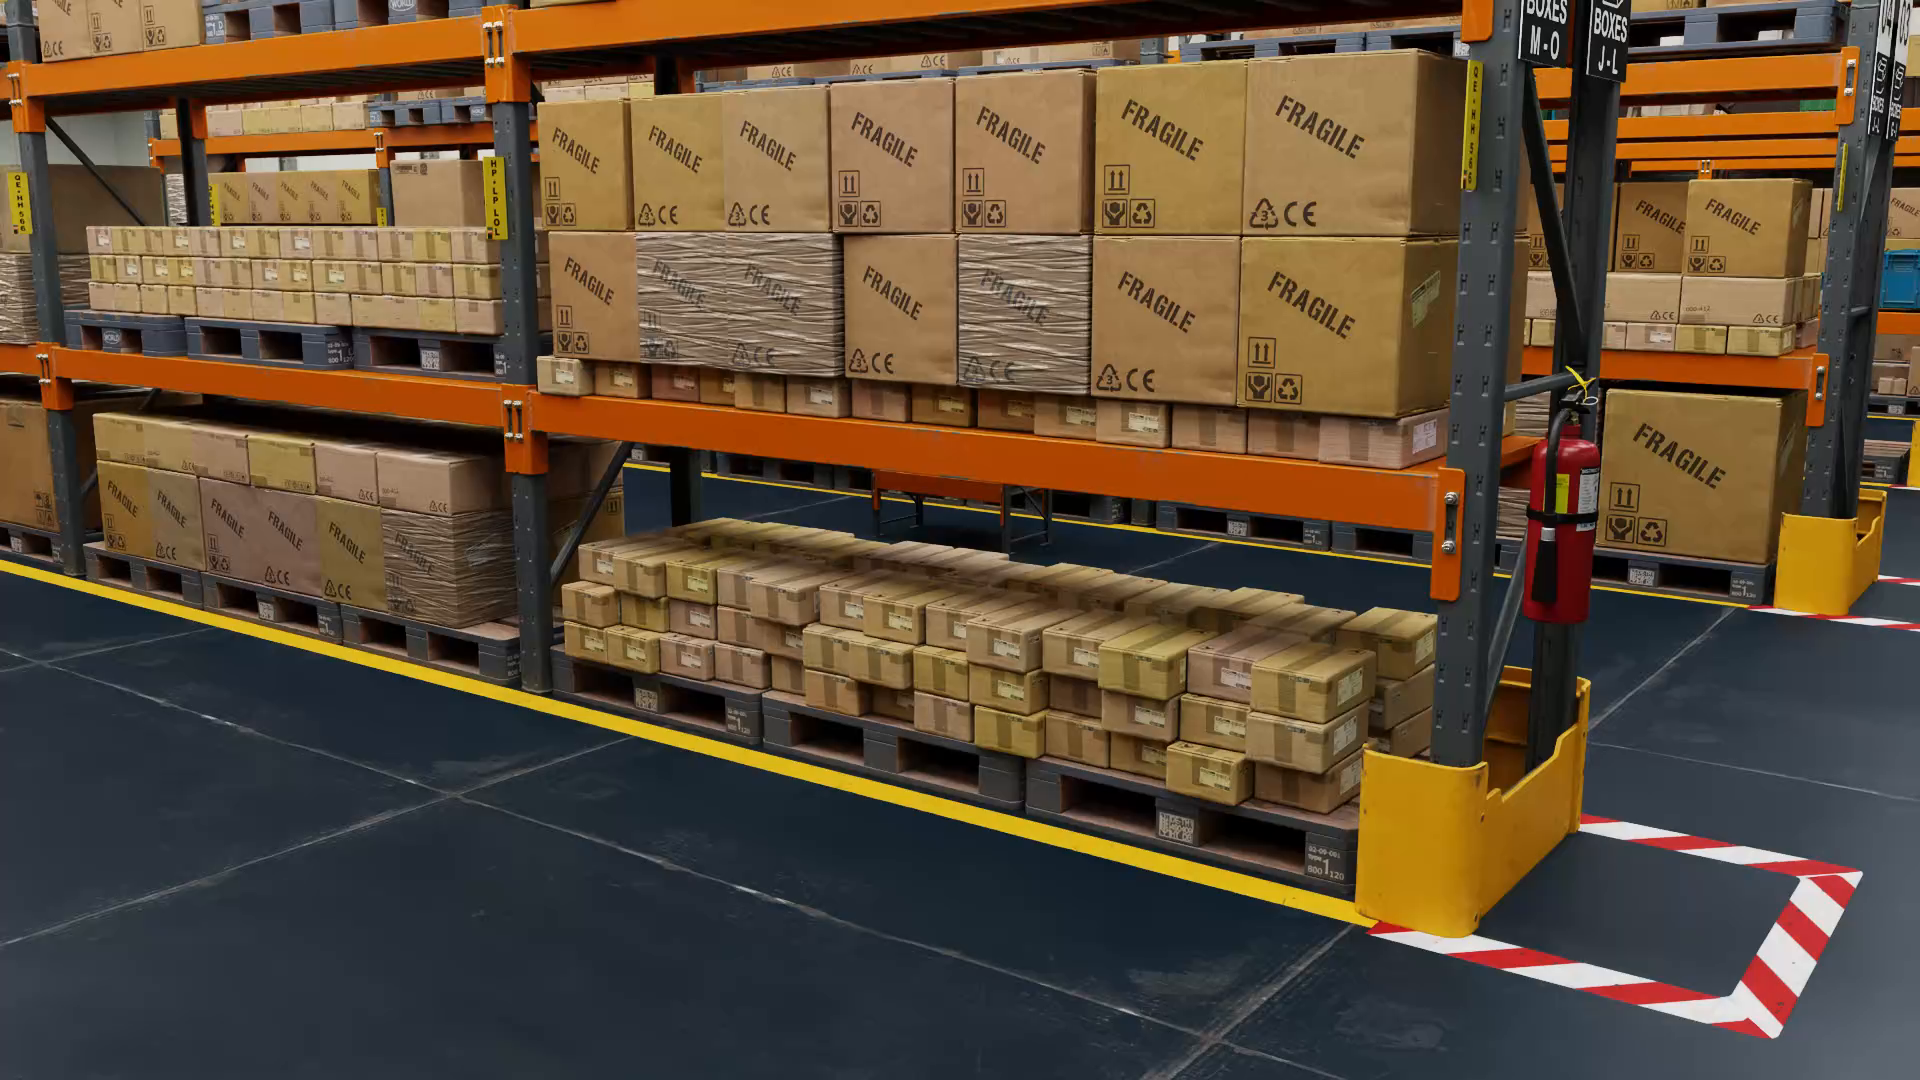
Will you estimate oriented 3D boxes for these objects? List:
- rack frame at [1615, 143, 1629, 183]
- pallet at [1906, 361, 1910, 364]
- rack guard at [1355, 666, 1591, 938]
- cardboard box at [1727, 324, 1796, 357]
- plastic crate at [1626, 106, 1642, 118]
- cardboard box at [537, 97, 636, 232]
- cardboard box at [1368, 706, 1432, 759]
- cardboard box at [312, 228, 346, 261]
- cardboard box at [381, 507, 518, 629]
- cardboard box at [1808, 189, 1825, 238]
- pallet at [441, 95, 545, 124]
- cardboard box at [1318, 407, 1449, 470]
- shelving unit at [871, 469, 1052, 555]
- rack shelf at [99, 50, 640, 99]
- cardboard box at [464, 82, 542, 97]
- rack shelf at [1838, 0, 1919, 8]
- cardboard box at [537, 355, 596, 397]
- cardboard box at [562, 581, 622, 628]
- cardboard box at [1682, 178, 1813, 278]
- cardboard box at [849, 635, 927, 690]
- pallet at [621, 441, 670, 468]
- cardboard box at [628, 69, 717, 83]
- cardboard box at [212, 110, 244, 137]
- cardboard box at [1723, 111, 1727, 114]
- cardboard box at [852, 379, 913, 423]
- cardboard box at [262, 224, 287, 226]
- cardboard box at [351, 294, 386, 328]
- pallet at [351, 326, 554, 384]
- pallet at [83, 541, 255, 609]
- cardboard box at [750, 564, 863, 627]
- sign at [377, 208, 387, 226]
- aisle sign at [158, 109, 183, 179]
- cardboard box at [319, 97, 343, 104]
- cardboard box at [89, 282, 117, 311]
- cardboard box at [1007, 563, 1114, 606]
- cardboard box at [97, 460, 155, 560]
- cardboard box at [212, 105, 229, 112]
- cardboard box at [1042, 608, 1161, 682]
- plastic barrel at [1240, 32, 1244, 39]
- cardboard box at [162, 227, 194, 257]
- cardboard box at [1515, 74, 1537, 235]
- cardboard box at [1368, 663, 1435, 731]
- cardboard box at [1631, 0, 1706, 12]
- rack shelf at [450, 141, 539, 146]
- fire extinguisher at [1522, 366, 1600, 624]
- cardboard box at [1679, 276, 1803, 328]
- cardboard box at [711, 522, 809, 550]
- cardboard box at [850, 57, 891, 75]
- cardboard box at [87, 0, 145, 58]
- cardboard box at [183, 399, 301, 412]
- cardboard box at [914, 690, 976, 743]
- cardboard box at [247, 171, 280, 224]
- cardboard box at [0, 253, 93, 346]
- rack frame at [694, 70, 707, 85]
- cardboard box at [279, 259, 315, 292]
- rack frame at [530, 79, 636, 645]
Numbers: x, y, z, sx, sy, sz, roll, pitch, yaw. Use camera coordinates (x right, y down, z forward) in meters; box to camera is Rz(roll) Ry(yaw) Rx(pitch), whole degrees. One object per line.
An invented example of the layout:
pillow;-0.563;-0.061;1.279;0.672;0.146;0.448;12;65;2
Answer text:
rack frame;7.342;-3.155;18.939;0.127;3.000;1.000;8;13;36
pallet;12.805;-2.172;21.204;1.213;0.211;1.003;8;13;36
rack guard;1.621;0.778;5.192;0.348;0.500;1.175;8;13;36
cardboard box;4.218;-1.055;8.747;0.250;0.149;0.380;8;14;37
plastic crate;5.658;-3.655;14.323;0.466;0.136;0.293;8;13;36
cardboard box;-1.322;-1.488;6.648;0.500;0.500;0.500;8;14;37
cardboard box;1.449;0.645;5.700;0.250;0.149;0.380;8;14;37
cardboard box;-2.813;-1.398;7.847;0.250;0.149;0.380;7;13;34
cardboard box;-2.287;0.086;7.664;0.500;0.500;0.500;8;13;34
cardboard box;8.802;-3.425;17.440;0.500;0.500;0.500;8;14;37
pallet;-2.456;-2.806;13.685;4.091;1.712;1.213;8;13;36
cardboard box;1.252;-0.311;4.901;0.250;0.149;0.380;8;14;36
shelving unit;0.005;-0.552;10.419;1.048;1.125;0.538;8;13;36
rack shelf;-3.154;-2.331;8.162;3.809;0.124;0.919;8;13;36
cardboard box;-3.892;-4.094;14.518;0.637;0.503;0.797;9;14;38
rack shelf;8.954;-5.520;17.275;4.000;0.370;1.077;8;13;36
cardboard box;-1.507;-0.685;6.836;0.250;0.149;0.380;9;14;38
cardboard box;-1.439;0.247;6.974;0.250;0.149;0.380;9;14;38
cardboard box;4.151;-1.644;8.767;0.500;0.500;0.500;8;14;36
cardboard box;-0.191;0.418;6.087;0.250;0.149;0.380;8;14;36
pallet;-2.377;-0.807;14.146;1.213;0.211;1.003;8;13;36
cardboard box;-2.281;-3.871;13.164;0.500;0.500;0.500;8;14;37
cardboard box;-7.145;-4.180;16.734;0.500;0.250;0.500;8;13;35
cardboard box;8.387;-4.592;17.552;0.500;0.250;0.500;8;13;36
cardboard box;-0.173;-0.522;5.990;0.250;0.149;0.380;9;14;38
cardboard box;-6.522;-2.958;16.876;0.500;0.500;0.875;8;13;36
cardboard box;-2.590;-1.073;7.736;0.250;0.149;0.380;7;13;33
pallet;-2.072;-0.905;7.813;1.213;0.211;1.003;8;13;36
pallet;-4.137;0.117;9.369;1.213;0.211;1.003;8;13;36
cardboard box;-0.586;0.209;6.385;0.250;0.149;0.380;8;14;37
sign;-5.287;-2.879;15.235;0.005;0.325;0.100;8;13;36
aisle sign;-8.424;-4.225;17.627;0.004;0.787;0.394;8;13;36
cardboard box;-5.820;-4.184;15.707;0.250;0.149;0.380;7;13;33
cardboard box;-4.525;-1.342;9.124;0.250;0.149;0.380;8;13;35
cardboard box;0.389;0.205;6.408;0.250;0.149;0.380;8;14;36
cardboard box;-4.347;-0.201;9.145;0.500;0.500;0.500;7;13;33
cardboard box;-7.313;-4.393;16.788;0.250;0.149;0.380;8;13;35
cardboard box;0.482;0.354;5.634;0.250;0.149;0.380;7;13;33
plastic barrel;2.941;-4.490;15.519;0.708;0.901;0.600;8;13;36
cardboard box;-3.882;-1.546;8.611;0.250;0.149;0.380;7;13;33
cardboard box;1.478;-1.218;5.249;0.500;0.500;0.500;8;13;35
cardboard box;1.412;0.508;5.621;0.250;0.149;0.380;9;14;38
cardboard box;3.867;-3.098;9.115;0.500;0.500;0.700;7;13;33
rack shelf;-3.360;-3.528;14.353;3.809;0.124;0.919;8;13;36
fire extinguisher;1.612;-0.121;4.442;0.183;0.674;0.296;8;13;36
cardboard box;4.152;-1.275;8.835;0.500;0.250;0.500;8;13;35
cardboard box;-0.871;0.034;7.292;0.250;0.149;0.380;8;14;36
cardboard box;-0.466;-3.675;12.362;0.500;0.500;0.500;9;14;39
cardboard box;-4.056;-2.702;8.438;0.500;0.500;0.500;8;13;36
cardboard box;-4.059;-0.651;9.496;0.500;0.250;0.500;8;13;34
cardboard box;0.048;0.591;5.980;0.250;0.149;0.380;8;14;37
cardboard box;-6.705;-3.401;16.536;0.500;0.500;0.500;8;13;36
cardboard box;-5.288;-1.399;9.600;0.500;0.500;0.500;8;13;36
rack frame;-1.748;-5.034;12.856;0.127;3.000;1.000;8;13;36
cardboard box;-3.044;-1.282;8.029;0.250;0.149;0.380;8;14;36
rack frame;-1.540;-0.891;7.238;0.053;2.616;0.949;8;13;36
